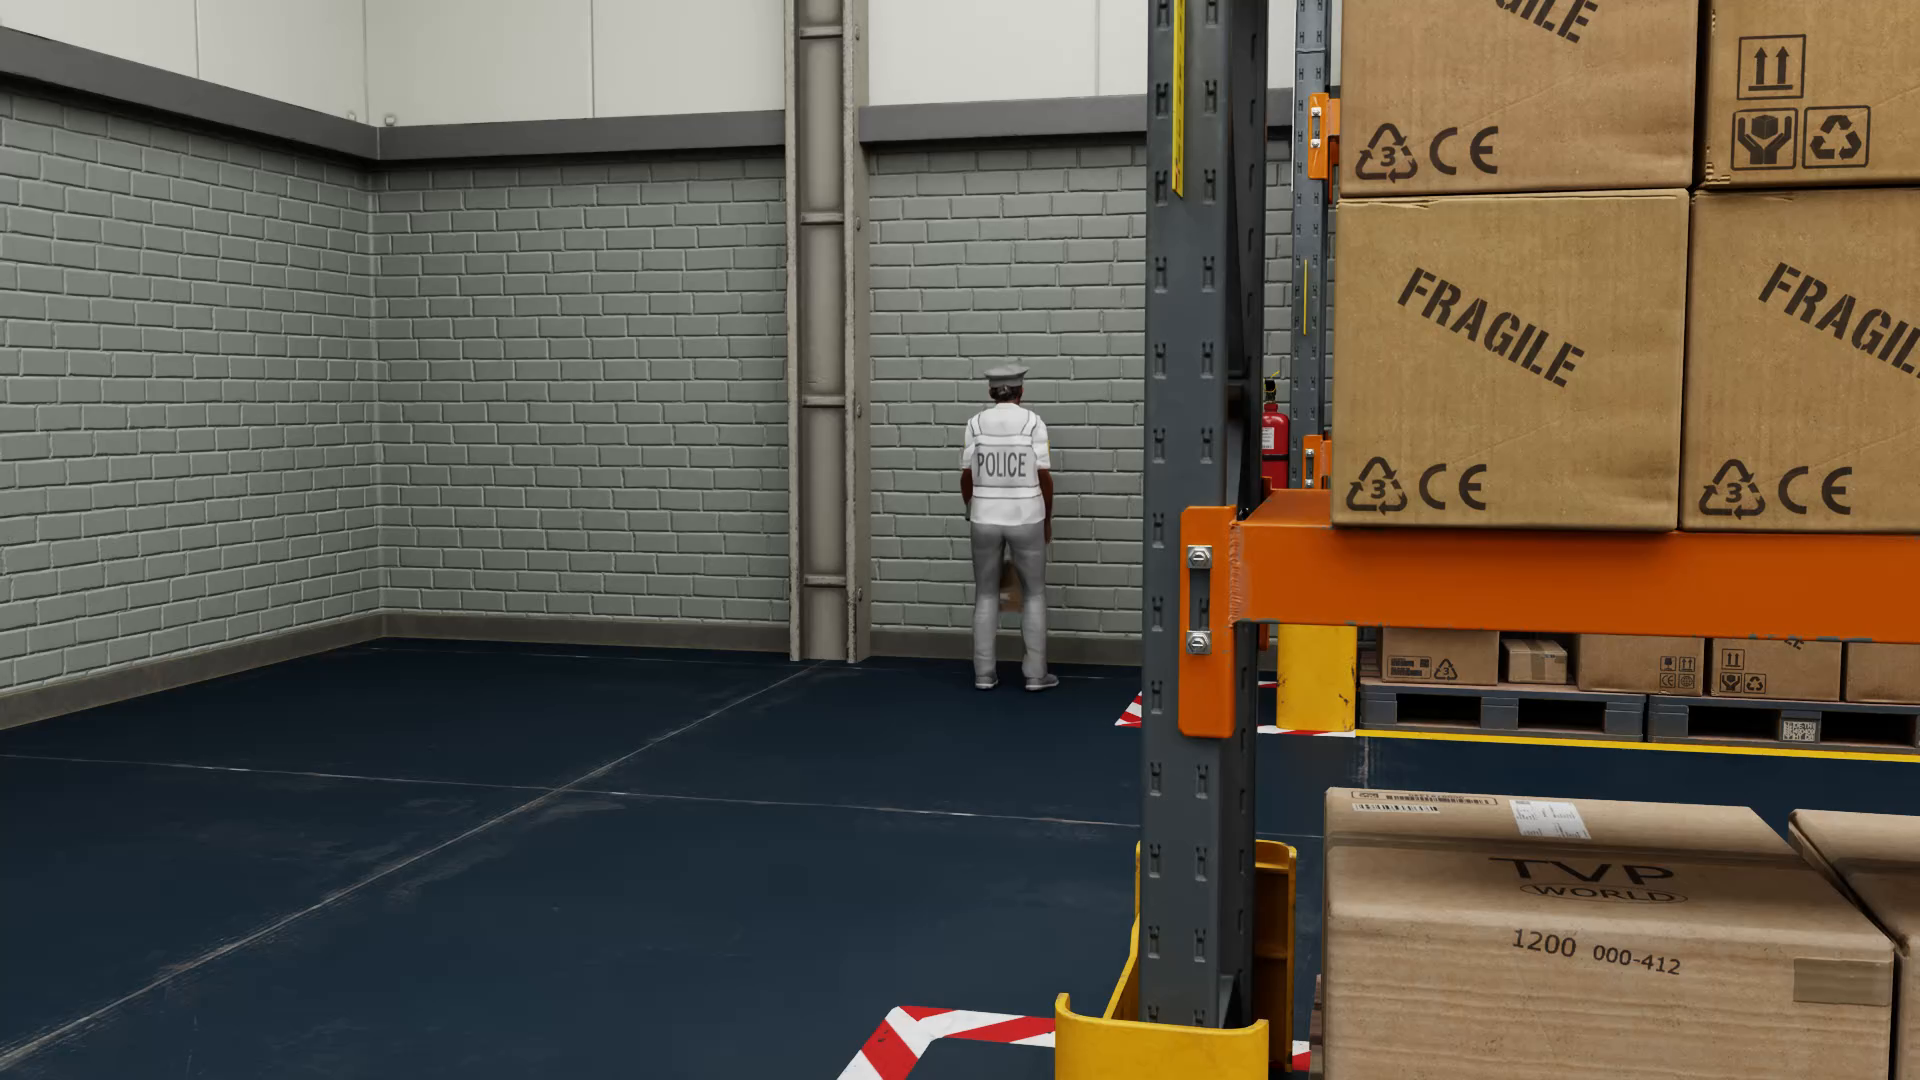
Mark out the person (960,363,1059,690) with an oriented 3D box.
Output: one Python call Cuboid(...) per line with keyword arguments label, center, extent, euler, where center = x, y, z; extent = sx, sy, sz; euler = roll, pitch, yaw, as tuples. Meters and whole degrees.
Cuboid(label="person", center=(0.249, -0.066, 8.498), extent=(0.494, 1.667, 0.370), euler=(1, 5, 12))
